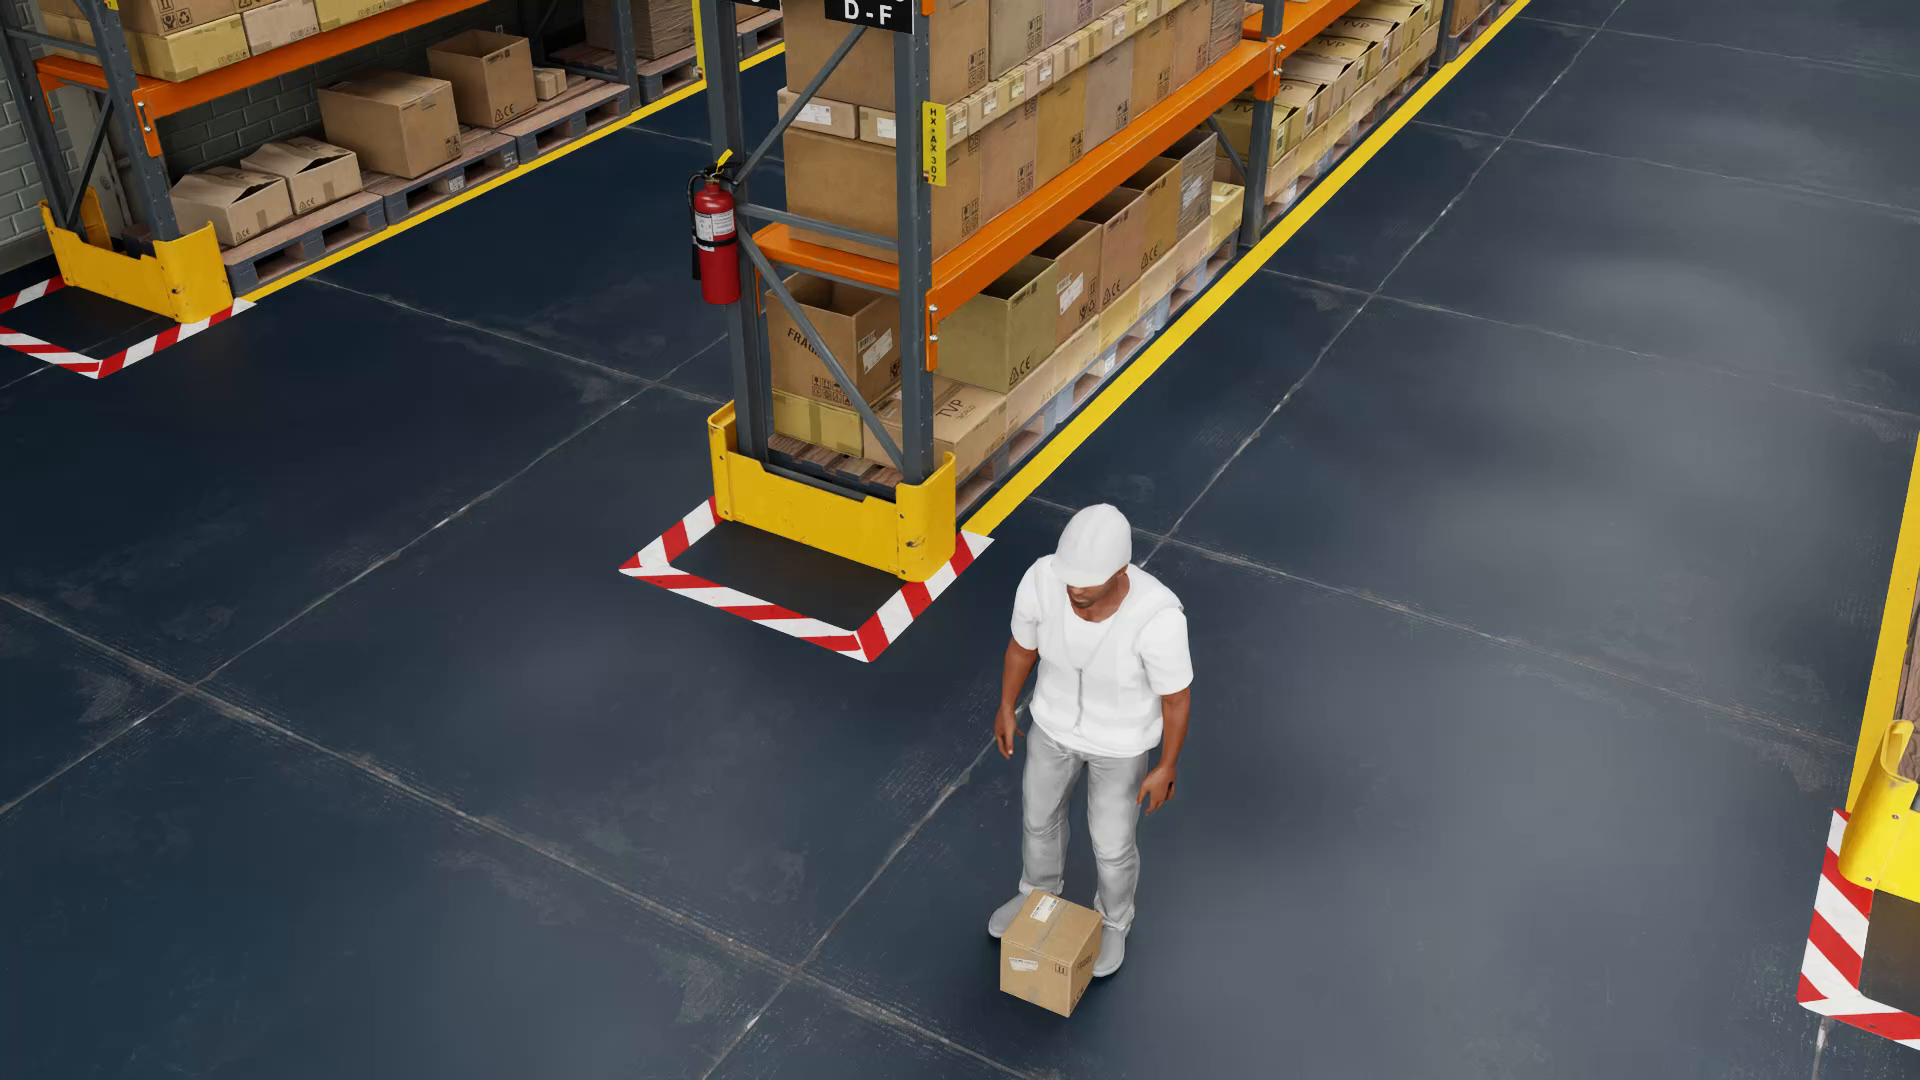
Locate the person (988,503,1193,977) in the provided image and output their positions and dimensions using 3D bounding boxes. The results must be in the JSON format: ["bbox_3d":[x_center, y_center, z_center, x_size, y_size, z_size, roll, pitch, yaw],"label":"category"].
[{"bbox_3d":[0.399,0.614,5.213,0.628,1.761,0.456,18,38,25],"label":"person"}]
